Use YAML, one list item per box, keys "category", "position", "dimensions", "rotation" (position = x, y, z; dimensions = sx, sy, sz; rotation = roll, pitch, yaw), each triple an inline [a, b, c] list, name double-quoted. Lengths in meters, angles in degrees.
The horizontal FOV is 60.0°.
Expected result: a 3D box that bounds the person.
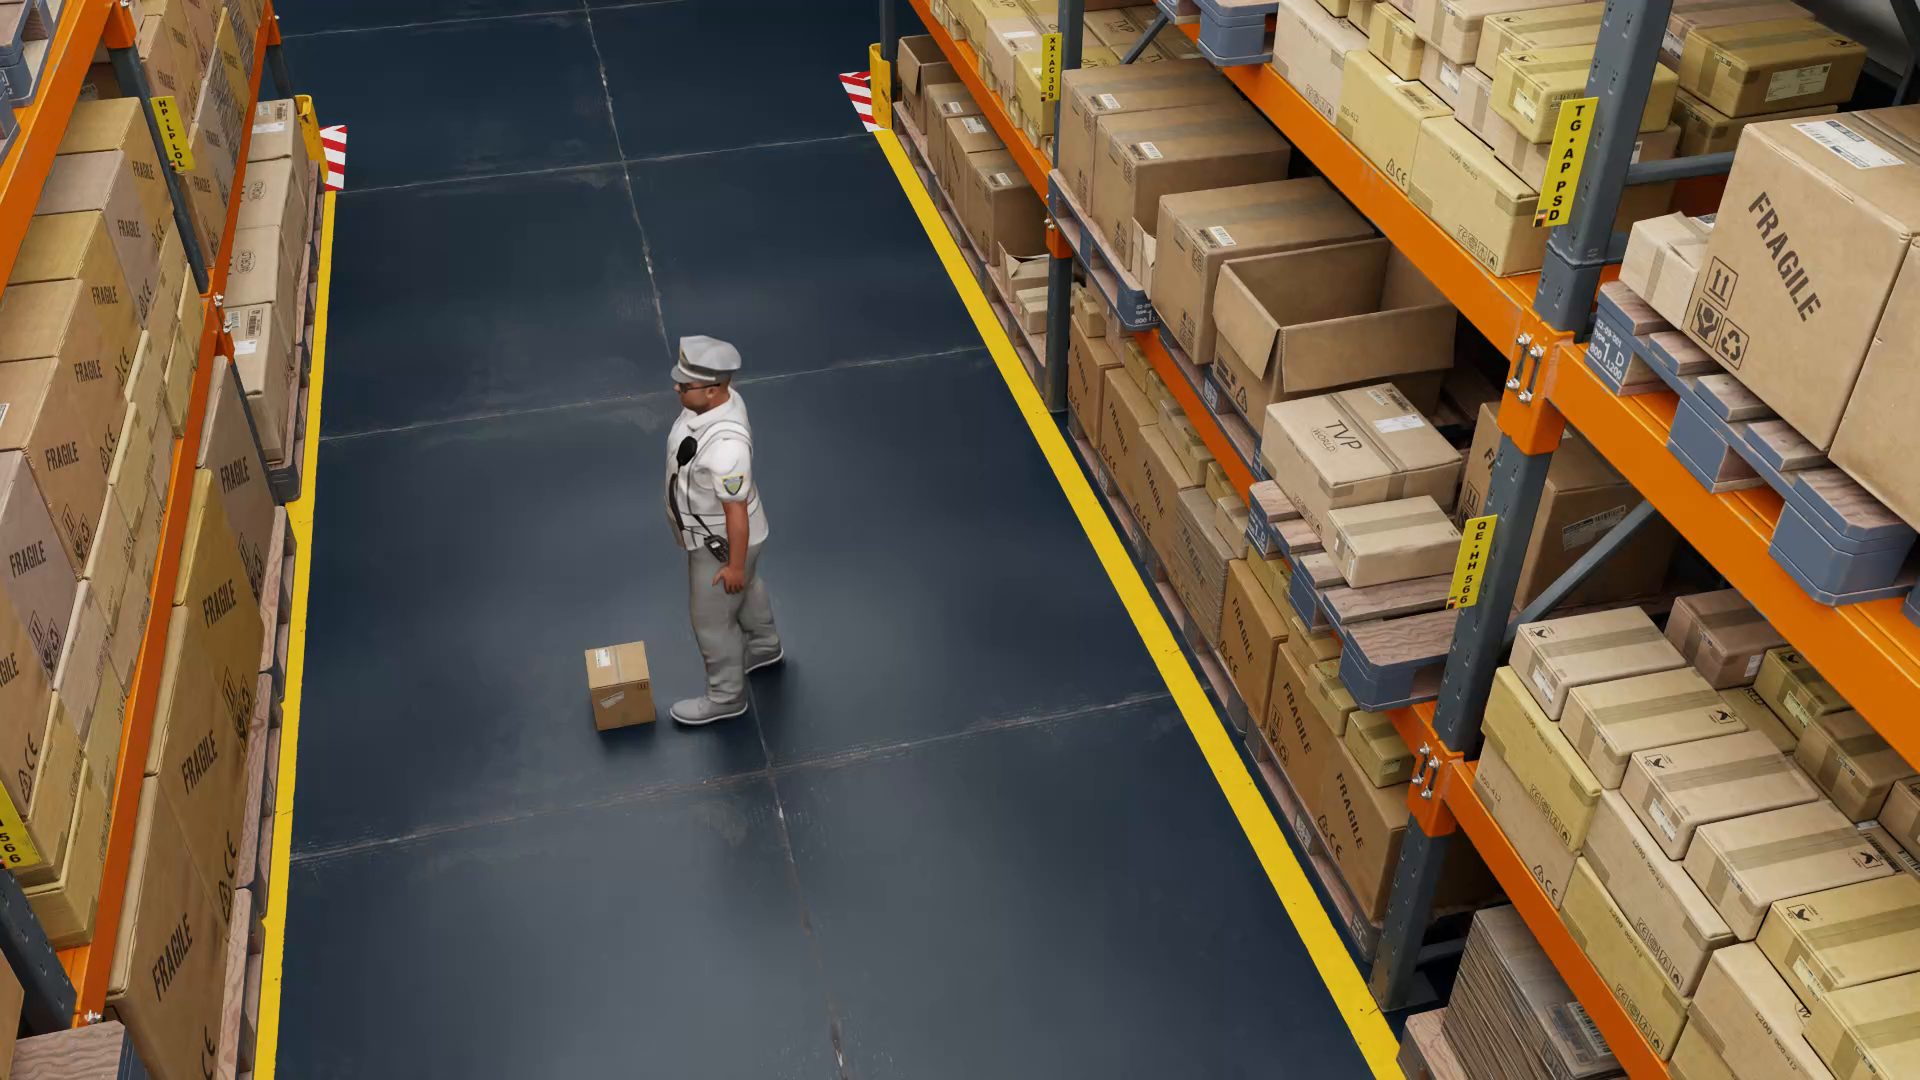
- category: "person"
  position: [-1.011, -0.033, 6.742]
  dimensions: [0.534, 1.775, 0.530]
  rotation: [-9, 39, -11]
